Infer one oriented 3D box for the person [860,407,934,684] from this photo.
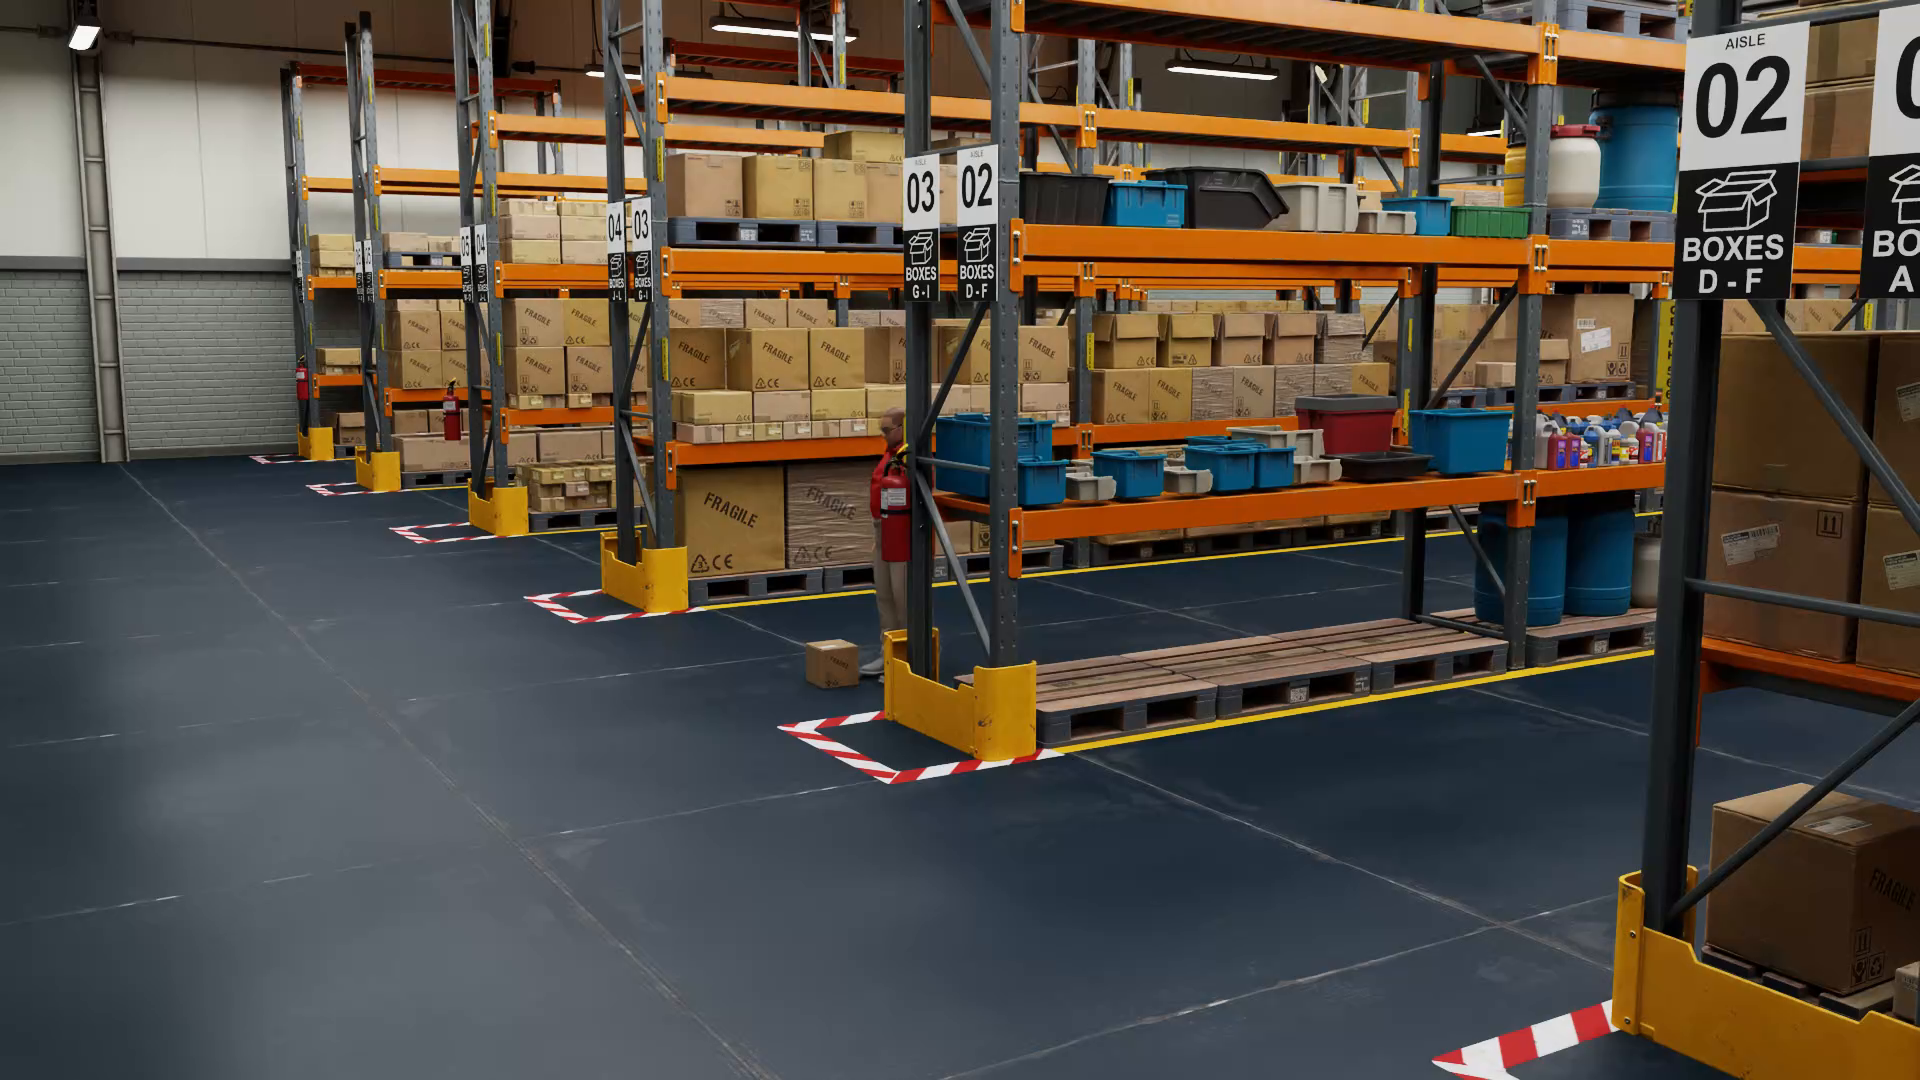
[{"bbox_3d":[-0.429,0.014,10.704,0.439,1.735,0.555,-5,9,-30],"label":"person"}]
